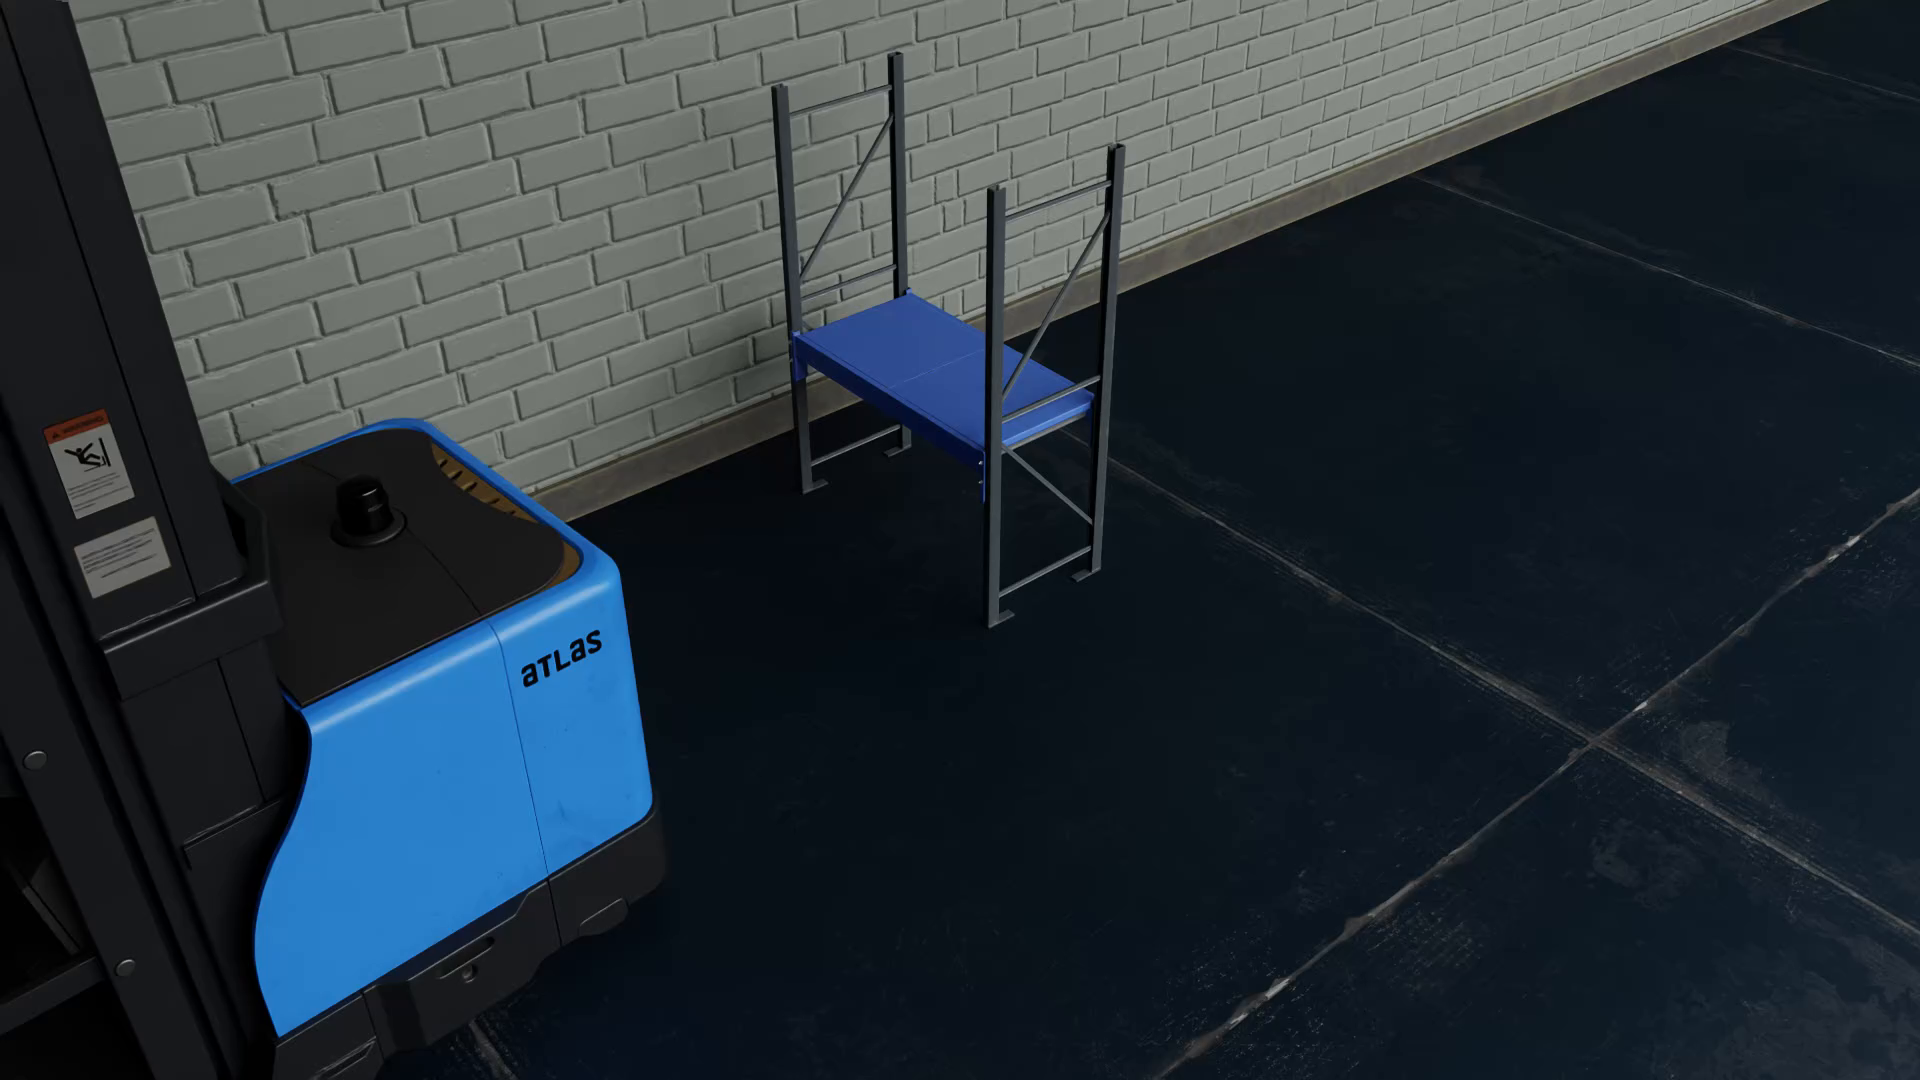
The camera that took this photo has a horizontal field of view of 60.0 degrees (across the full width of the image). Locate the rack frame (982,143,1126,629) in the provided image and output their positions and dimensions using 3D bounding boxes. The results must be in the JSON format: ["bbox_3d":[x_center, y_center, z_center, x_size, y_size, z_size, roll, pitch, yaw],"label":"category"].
[{"bbox_3d":[0.273,-0.425,5.053,0.500,1.500,0.032,-26,43,-32],"label":"rack frame"}]

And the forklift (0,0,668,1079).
[{"bbox_3d":[-2.182,0.125,3.038,3.031,2.935,1.130,-29,45,-35],"label":"forklift"}]

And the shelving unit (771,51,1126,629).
[{"bbox_3d":[-0.055,-0.650,5.370,0.538,1.500,1.048,-26,43,-32],"label":"shelving unit"}]

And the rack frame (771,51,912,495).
[{"bbox_3d":[-0.383,-0.874,5.687,0.500,1.500,0.032,-26,43,-32],"label":"rack frame"}]

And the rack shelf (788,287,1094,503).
[{"bbox_3d":[-0.055,-0.503,5.474,0.538,0.185,1.000,-26,43,-32],"label":"rack shelf"}]
